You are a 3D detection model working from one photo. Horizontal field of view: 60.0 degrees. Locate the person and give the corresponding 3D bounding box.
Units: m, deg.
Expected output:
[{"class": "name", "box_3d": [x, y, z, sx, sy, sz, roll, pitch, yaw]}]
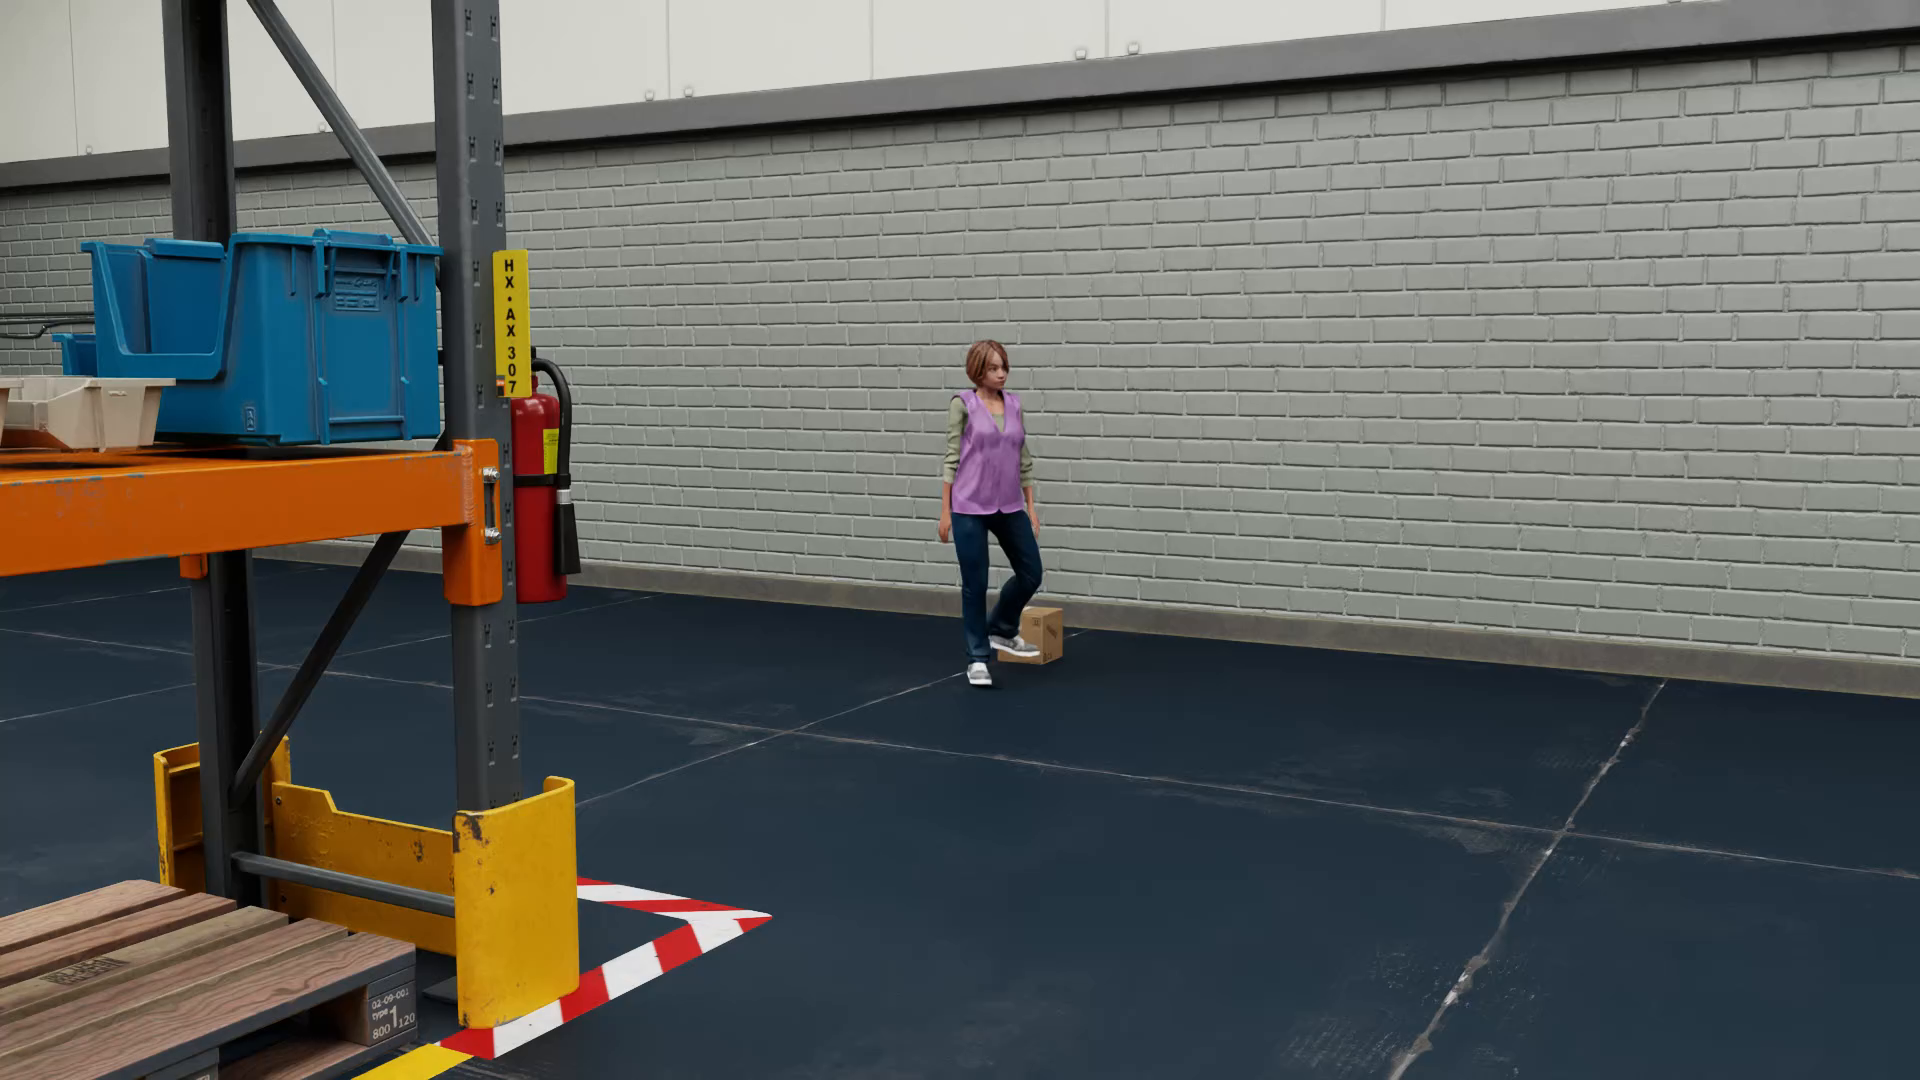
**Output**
[{"class": "person", "box_3d": [0.169, -0.134, 7.738, 0.592, 1.585, 0.477, -3, 7, -27]}]
